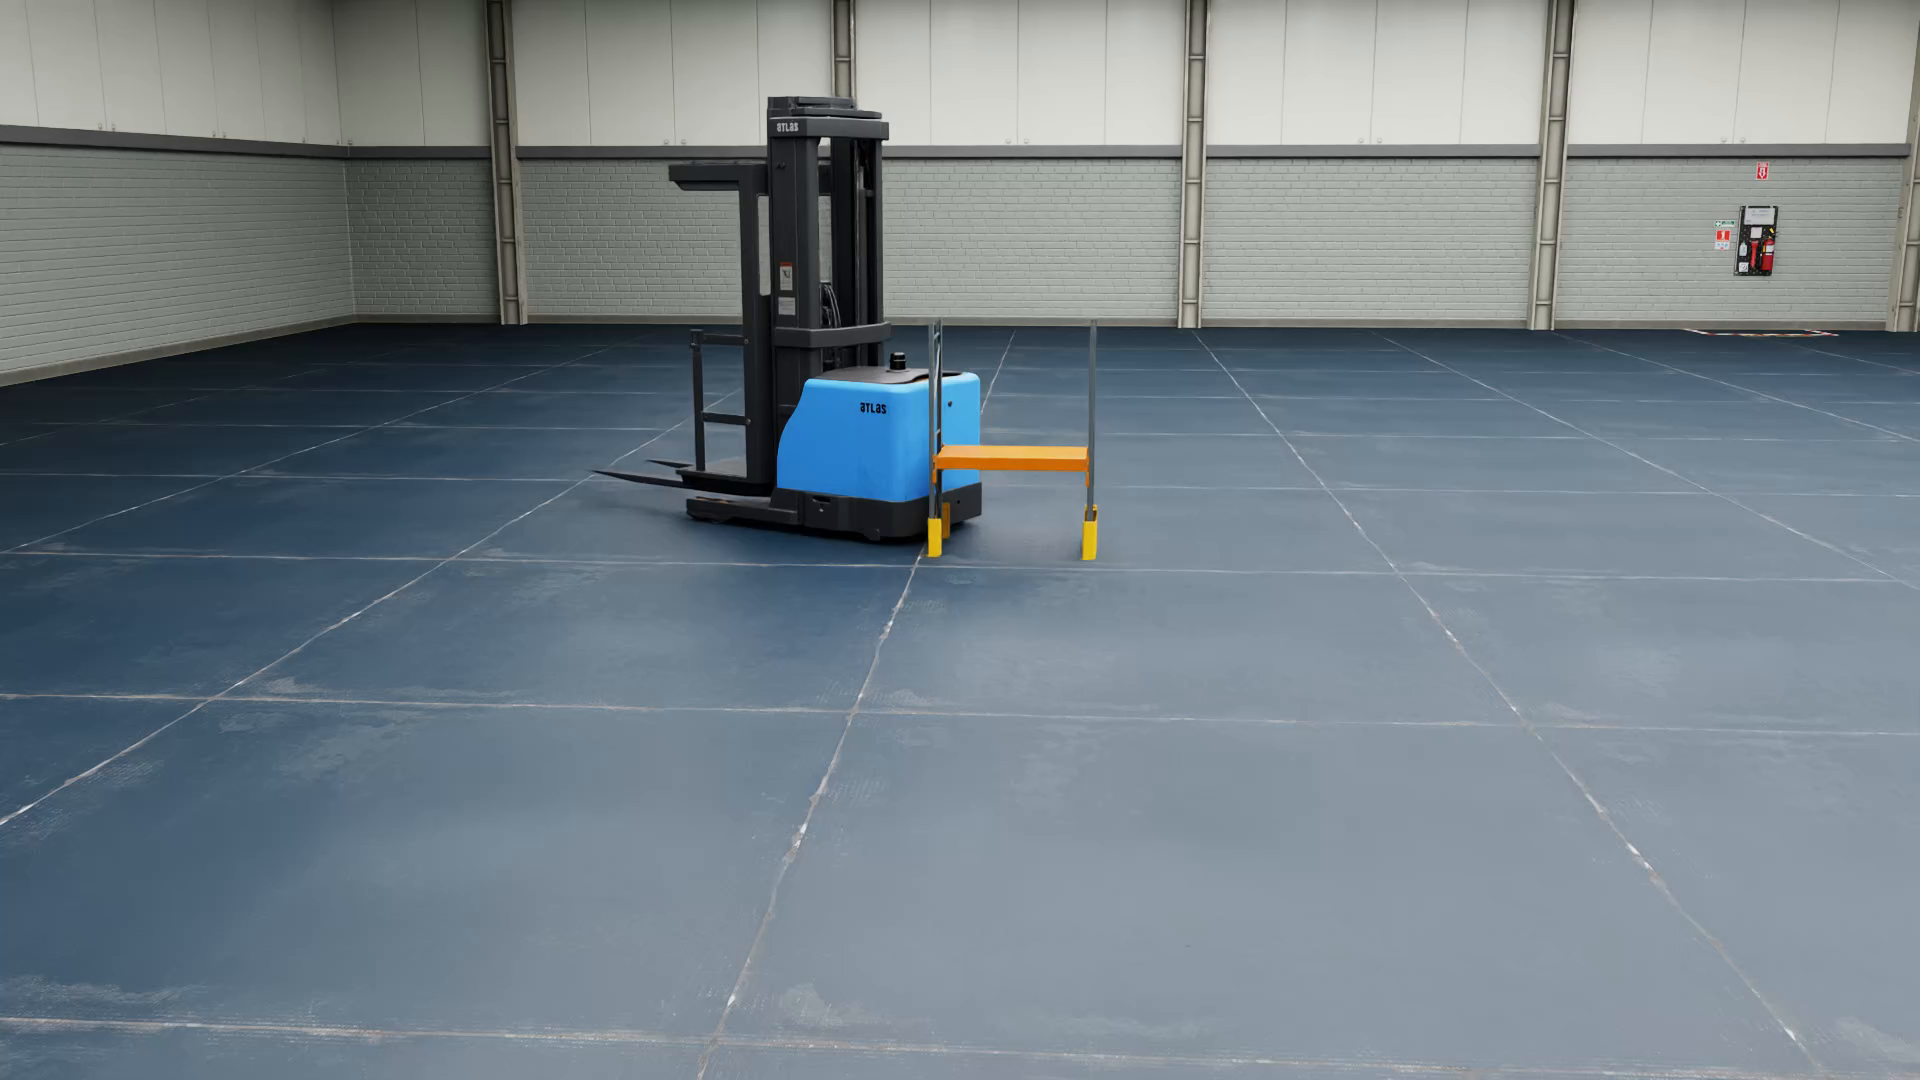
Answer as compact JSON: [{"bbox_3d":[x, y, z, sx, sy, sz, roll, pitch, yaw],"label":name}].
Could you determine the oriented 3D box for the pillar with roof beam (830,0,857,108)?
[{"bbox_3d":[-2.281,-7.318,24.274,0.400,9.000,9.100,1,12,4],"label":"pillar with roof beam"}]

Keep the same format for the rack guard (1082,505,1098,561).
[{"bbox_3d":[0.852,-0.050,10.898,0.087,0.250,0.587,1,12,5],"label":"rack guard"}]

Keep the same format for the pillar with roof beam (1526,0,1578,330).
[{"bbox_3d":[9.692,-7.154,23.490,0.400,9.000,9.100,1,12,4],"label":"pillar with roof beam"}]

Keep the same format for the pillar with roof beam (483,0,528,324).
[{"bbox_3d":[-8.268,-7.400,24.667,0.400,9.000,9.100,1,12,4],"label":"pillar with roof beam"}]

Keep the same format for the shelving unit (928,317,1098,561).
[{"bbox_3d":[0.356,-0.672,10.818,1.083,1.500,0.587,1,12,5],"label":"shelving unit"}]

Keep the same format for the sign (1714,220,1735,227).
[{"bbox_3d":[12.962,-5.360,28.185,0.331,0.109,0.001,1,12,4],"label":"sign"}]

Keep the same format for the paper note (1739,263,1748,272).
[{"bbox_3d":[13.331,-4.642,28.284,0.142,0.148,0.016,1,12,4],"label":"paper note"}]

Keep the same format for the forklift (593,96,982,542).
[{"bbox_3d":[-1.358,-1.632,11.910,3.031,2.935,1.130,8,14,33],"label":"forklift"}]

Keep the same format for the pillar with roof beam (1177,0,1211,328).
[{"bbox_3d":[3.705,-7.236,23.882,0.400,9.000,9.100,1,12,4],"label":"pillar with roof beam"}]

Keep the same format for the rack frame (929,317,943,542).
[{"bbox_3d":[-0.159,-0.682,10.867,0.032,1.500,0.500,1,12,5],"label":"rack frame"}]

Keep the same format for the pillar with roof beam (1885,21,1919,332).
[{"bbox_3d":[15.679,-7.072,23.097,0.400,9.000,9.100,1,12,4],"label":"pillar with roof beam"}]

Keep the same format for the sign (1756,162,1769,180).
[{"bbox_3d":[13.502,-6.212,27.975,0.199,0.298,0.001,1,12,4],"label":"sign"}]

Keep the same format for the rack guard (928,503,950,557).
[{"bbox_3d":[-0.139,-0.070,10.993,0.087,0.250,0.587,1,12,5],"label":"rack guard"}]

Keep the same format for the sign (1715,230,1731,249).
[{"bbox_3d":[12.958,-5.103,28.248,0.234,0.329,0.001,1,12,4],"label":"sign"}]

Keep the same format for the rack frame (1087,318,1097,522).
[{"bbox_3d":[0.853,-0.662,10.770,0.032,1.500,0.500,1,12,5],"label":"rack frame"}]

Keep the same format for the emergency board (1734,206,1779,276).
[{"bbox_3d":[13.503,-5.056,28.115,0.643,1.169,0.194,1,12,4],"label":"emergency board"}]

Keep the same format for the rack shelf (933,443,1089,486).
[{"bbox_3d":[0.347,-0.496,10.855,1.000,0.185,0.538,1,12,5],"label":"rack shelf"}]
